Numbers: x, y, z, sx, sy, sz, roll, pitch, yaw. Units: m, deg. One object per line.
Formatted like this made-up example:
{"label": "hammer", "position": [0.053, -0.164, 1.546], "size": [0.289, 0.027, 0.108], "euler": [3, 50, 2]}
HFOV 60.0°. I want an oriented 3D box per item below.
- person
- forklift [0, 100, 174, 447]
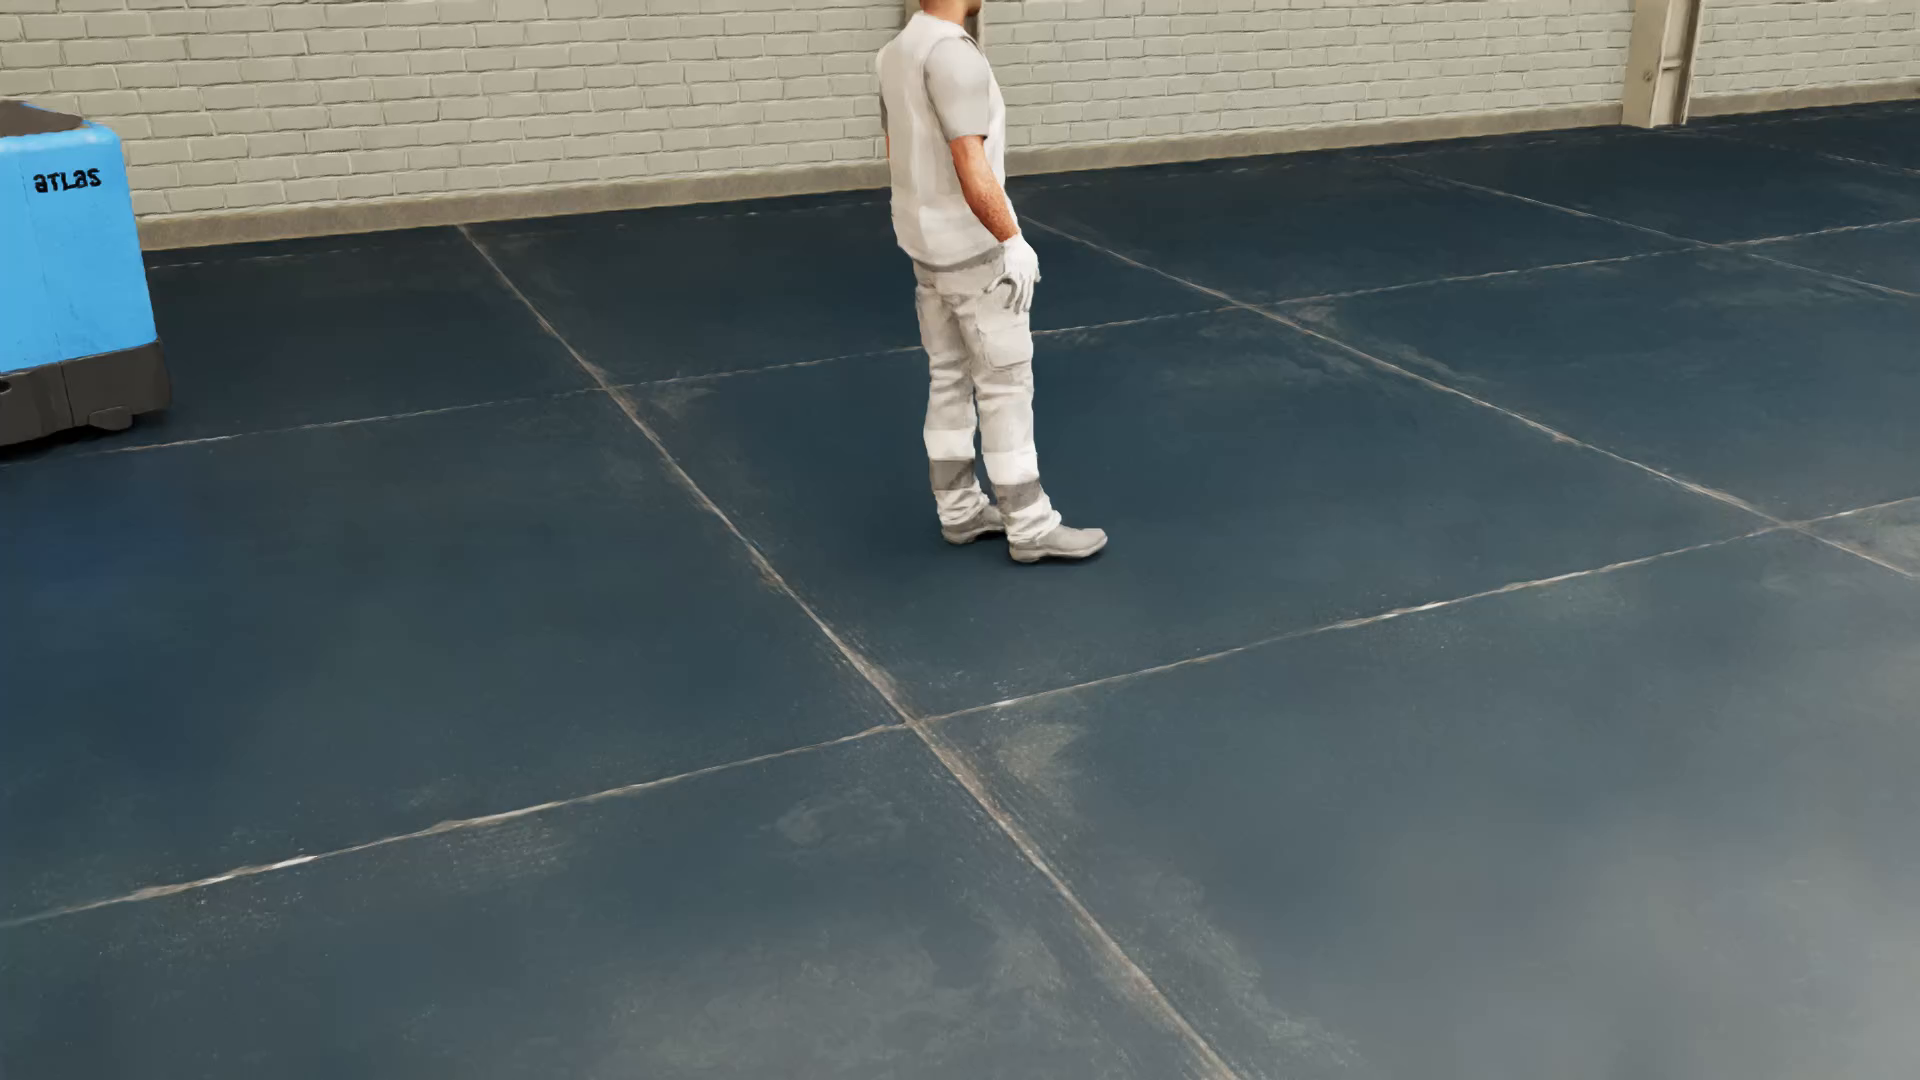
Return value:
{"label": "person", "position": [0.078, -0.842, 4.783], "size": [0.563, 1.787, 0.637], "euler": [-10, 25, -23]}
{"label": "forklift", "position": [-4.301, -1.517, 4.938], "size": [1.130, 2.935, 3.031], "euler": [21, 30, 41]}
